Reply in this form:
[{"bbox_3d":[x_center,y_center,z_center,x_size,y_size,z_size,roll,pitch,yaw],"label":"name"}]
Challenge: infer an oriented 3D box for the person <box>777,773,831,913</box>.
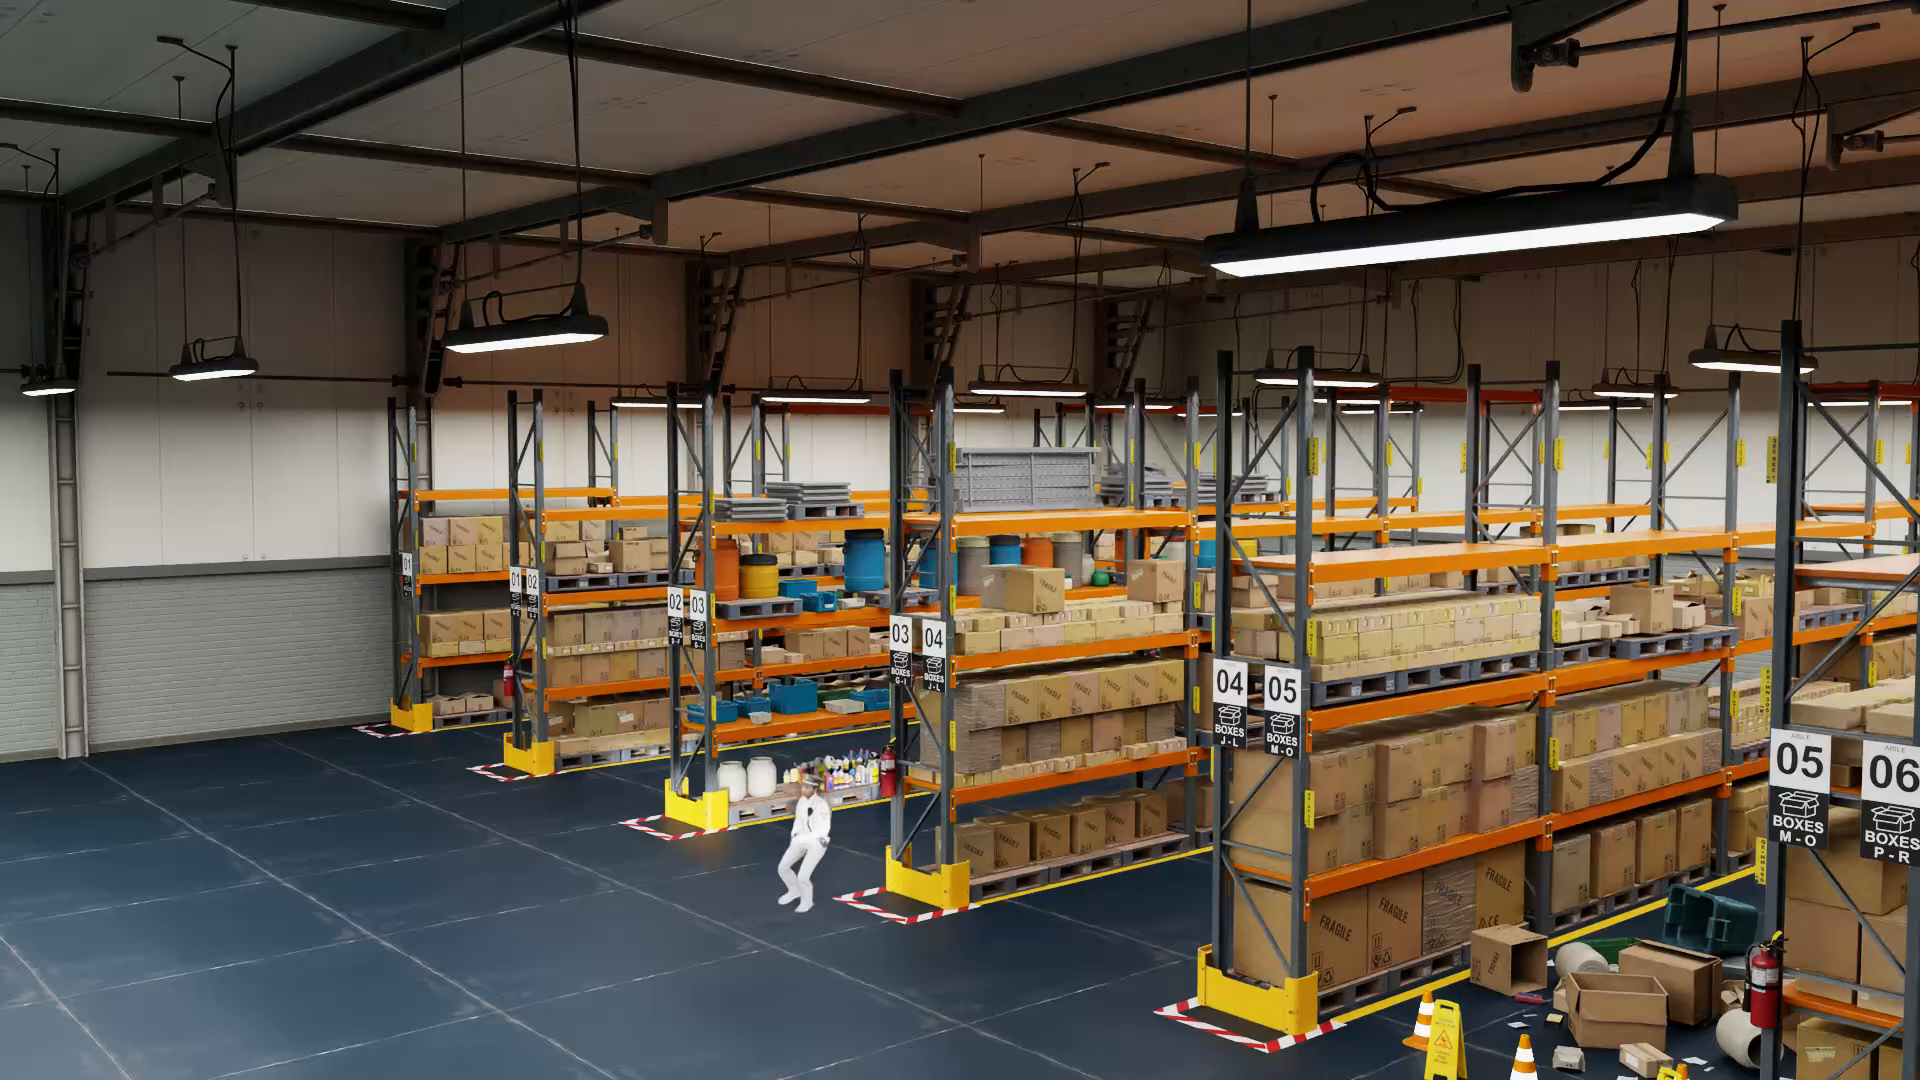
[{"bbox_3d":[-1.722,3.333,18.199,0.786,1.612,0.581,2,4,36],"label":"person"}]
